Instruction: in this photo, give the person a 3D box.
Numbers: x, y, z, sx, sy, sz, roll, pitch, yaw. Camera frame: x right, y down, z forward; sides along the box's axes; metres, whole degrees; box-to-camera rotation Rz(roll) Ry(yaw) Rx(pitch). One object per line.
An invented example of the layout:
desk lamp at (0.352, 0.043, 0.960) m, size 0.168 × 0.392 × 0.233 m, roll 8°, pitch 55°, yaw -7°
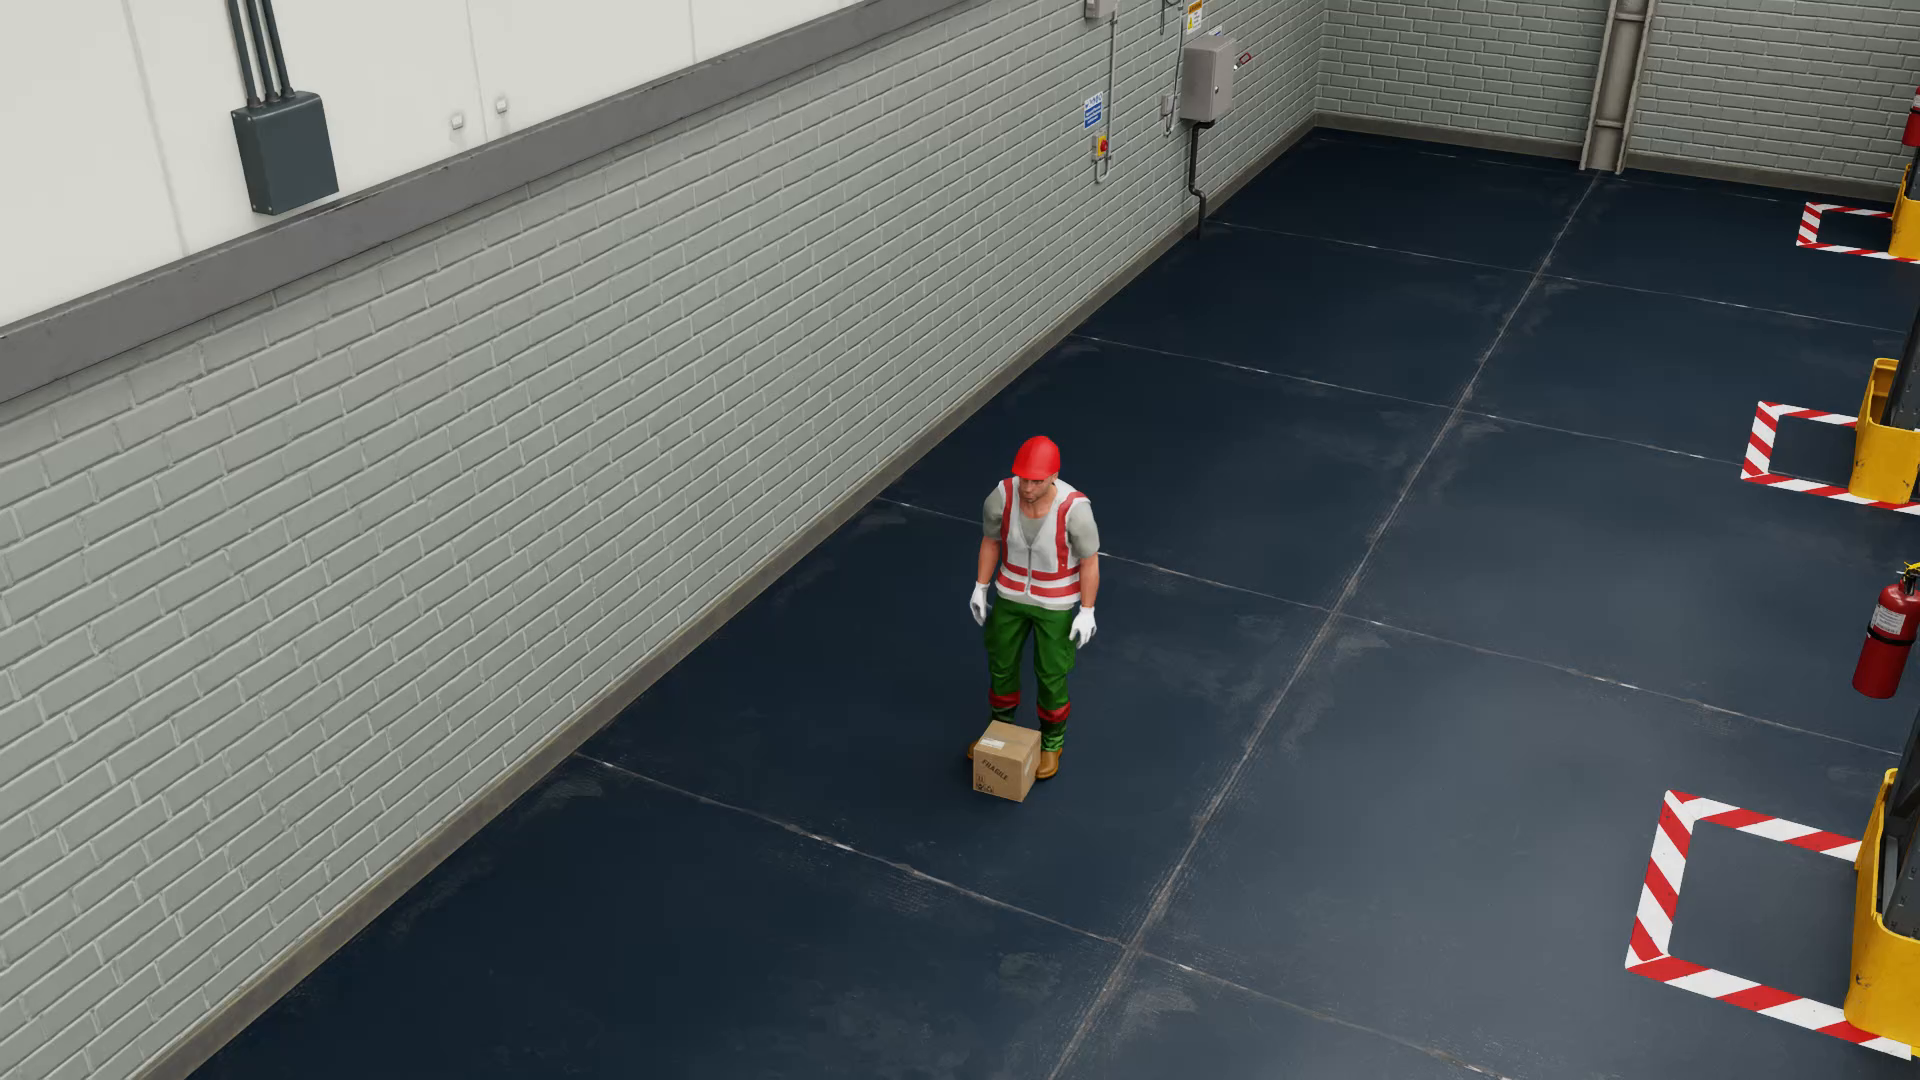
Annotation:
person at (0.344, 0.299, 7.756) m, size 0.620 × 1.780 × 0.447 m, roll 12°, pitch 32°, yaw 21°
